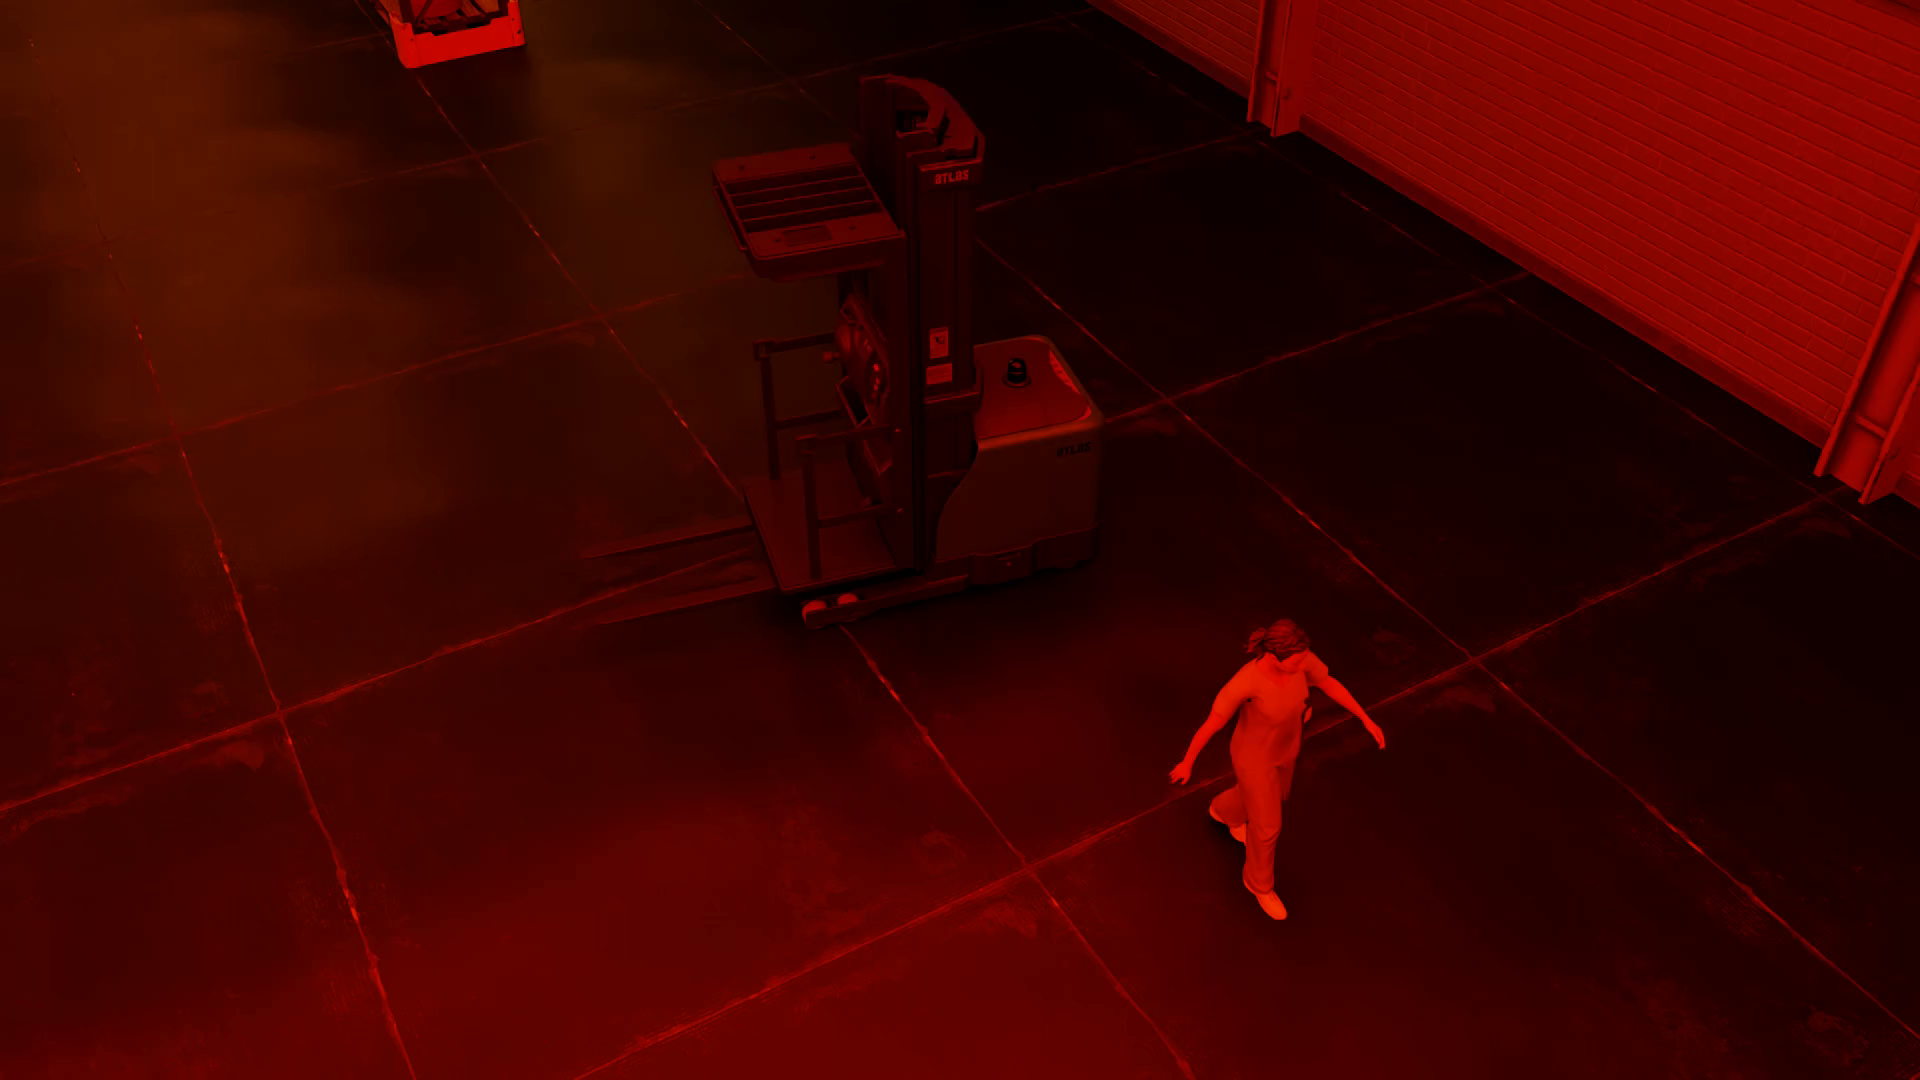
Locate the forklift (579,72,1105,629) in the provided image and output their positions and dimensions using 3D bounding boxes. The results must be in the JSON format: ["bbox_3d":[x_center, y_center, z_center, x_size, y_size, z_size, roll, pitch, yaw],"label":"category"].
[{"bbox_3d":[-0.727,-0.990,9.229,3.031,2.935,1.130,-12,41,-14],"label":"forklift"}]

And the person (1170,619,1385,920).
[{"bbox_3d":[1.432,1.017,7.822,0.846,1.658,0.734,-24,45,-26],"label":"person"}]
